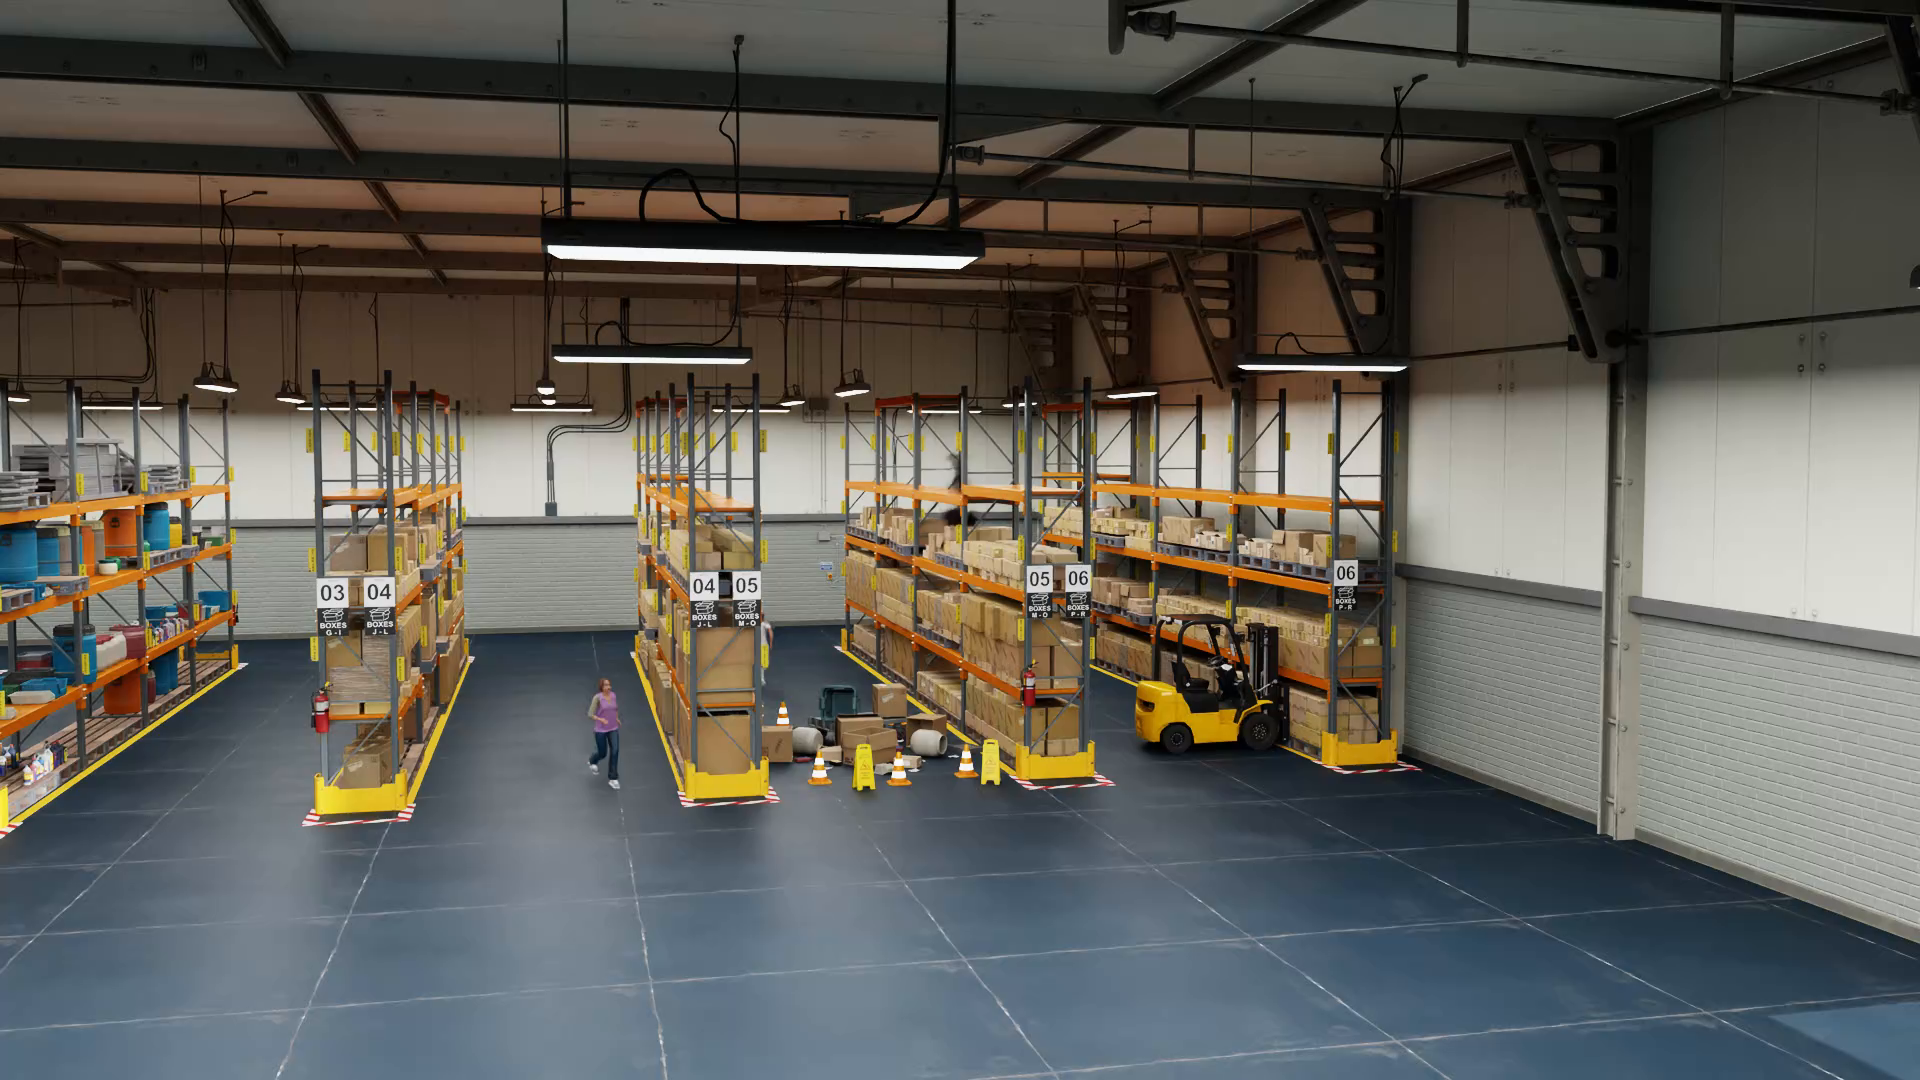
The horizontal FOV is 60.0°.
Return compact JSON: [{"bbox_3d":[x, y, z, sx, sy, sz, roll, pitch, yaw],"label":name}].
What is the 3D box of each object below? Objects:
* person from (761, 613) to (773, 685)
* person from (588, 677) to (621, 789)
[{"bbox_3d":[-4.161,2.286,34.406,0.567,1.523,1.031,0,3,-2],"label":"person"},{"bbox_3d":[-5.202,2.803,24.375,0.538,1.599,0.848,-2,4,-37],"label":"person"}]
